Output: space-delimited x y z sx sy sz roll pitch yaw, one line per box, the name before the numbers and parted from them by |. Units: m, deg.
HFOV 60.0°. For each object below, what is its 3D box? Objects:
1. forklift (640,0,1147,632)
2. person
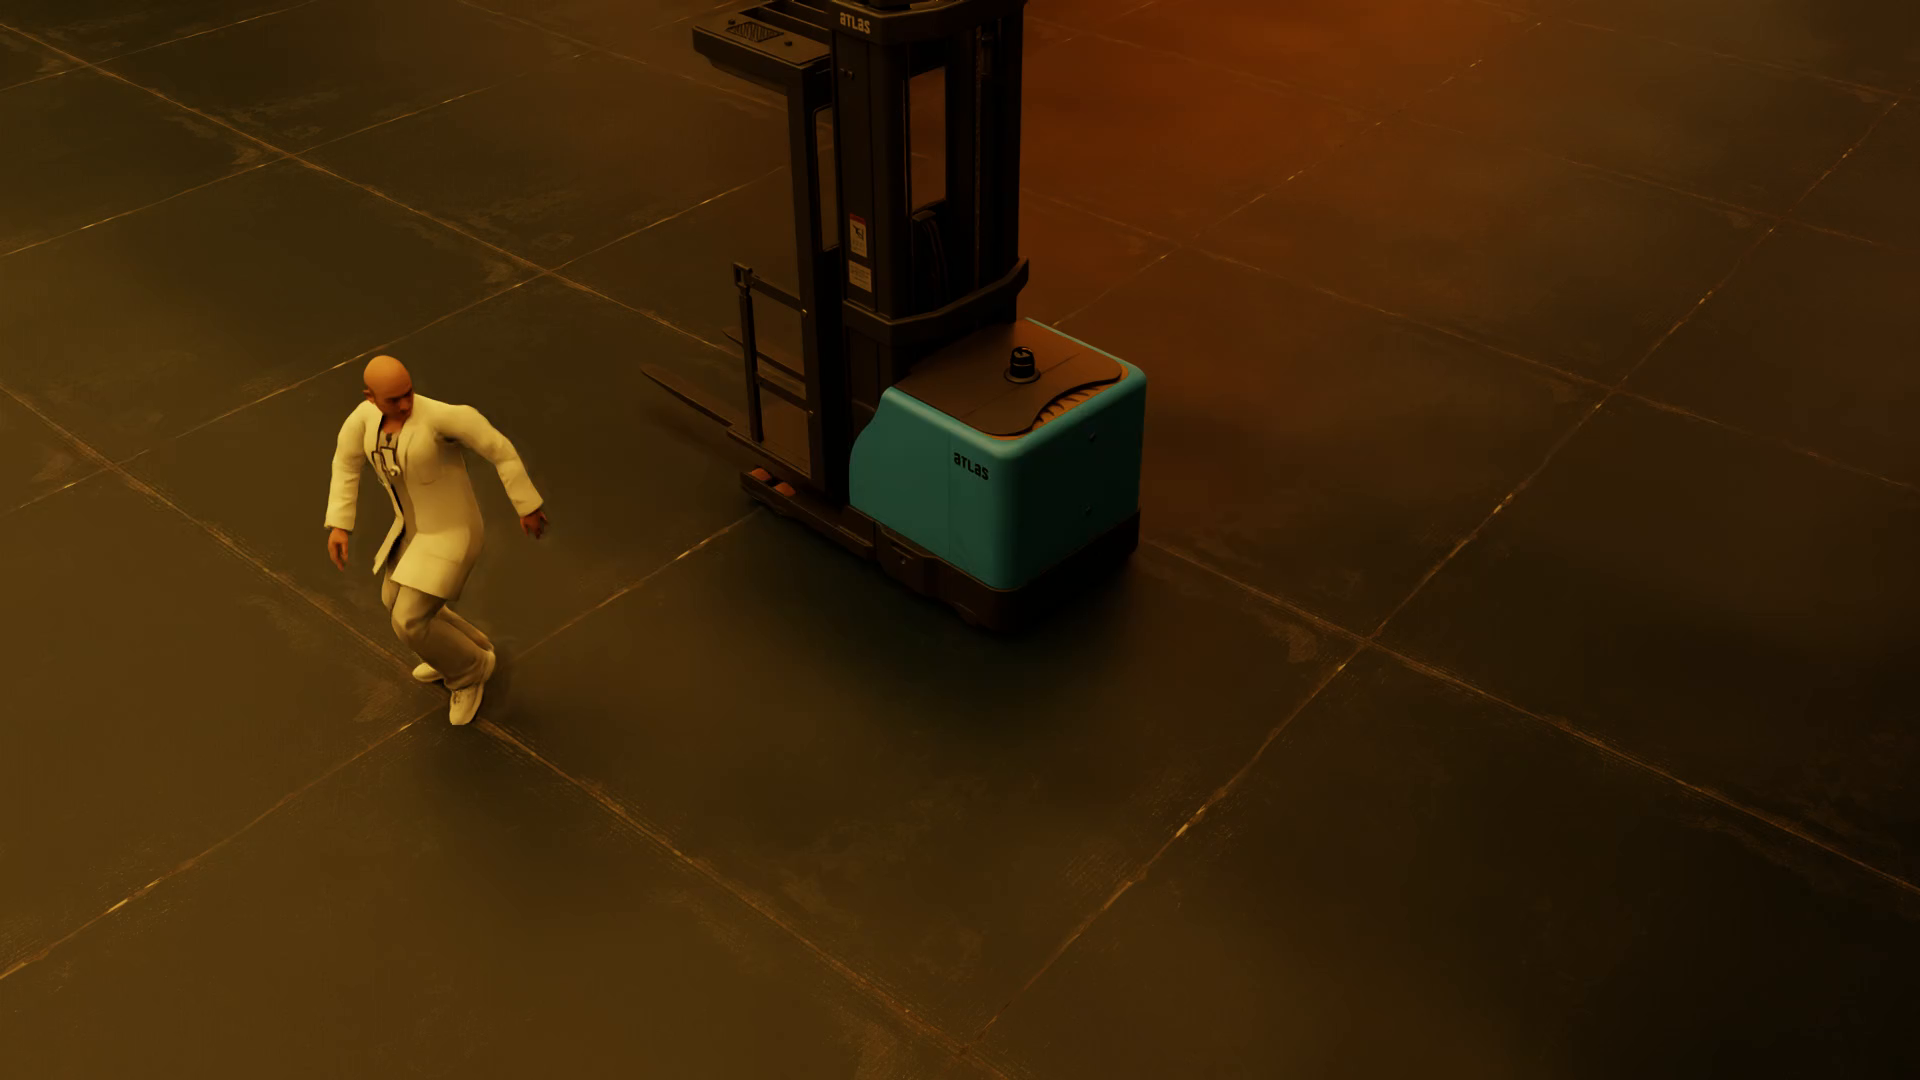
forklift | -0.513 -1.511 8.096 3.031 2.935 1.130 30 45 34
person | -2.271 -0.016 7.115 0.773 1.730 0.757 26 43 31
